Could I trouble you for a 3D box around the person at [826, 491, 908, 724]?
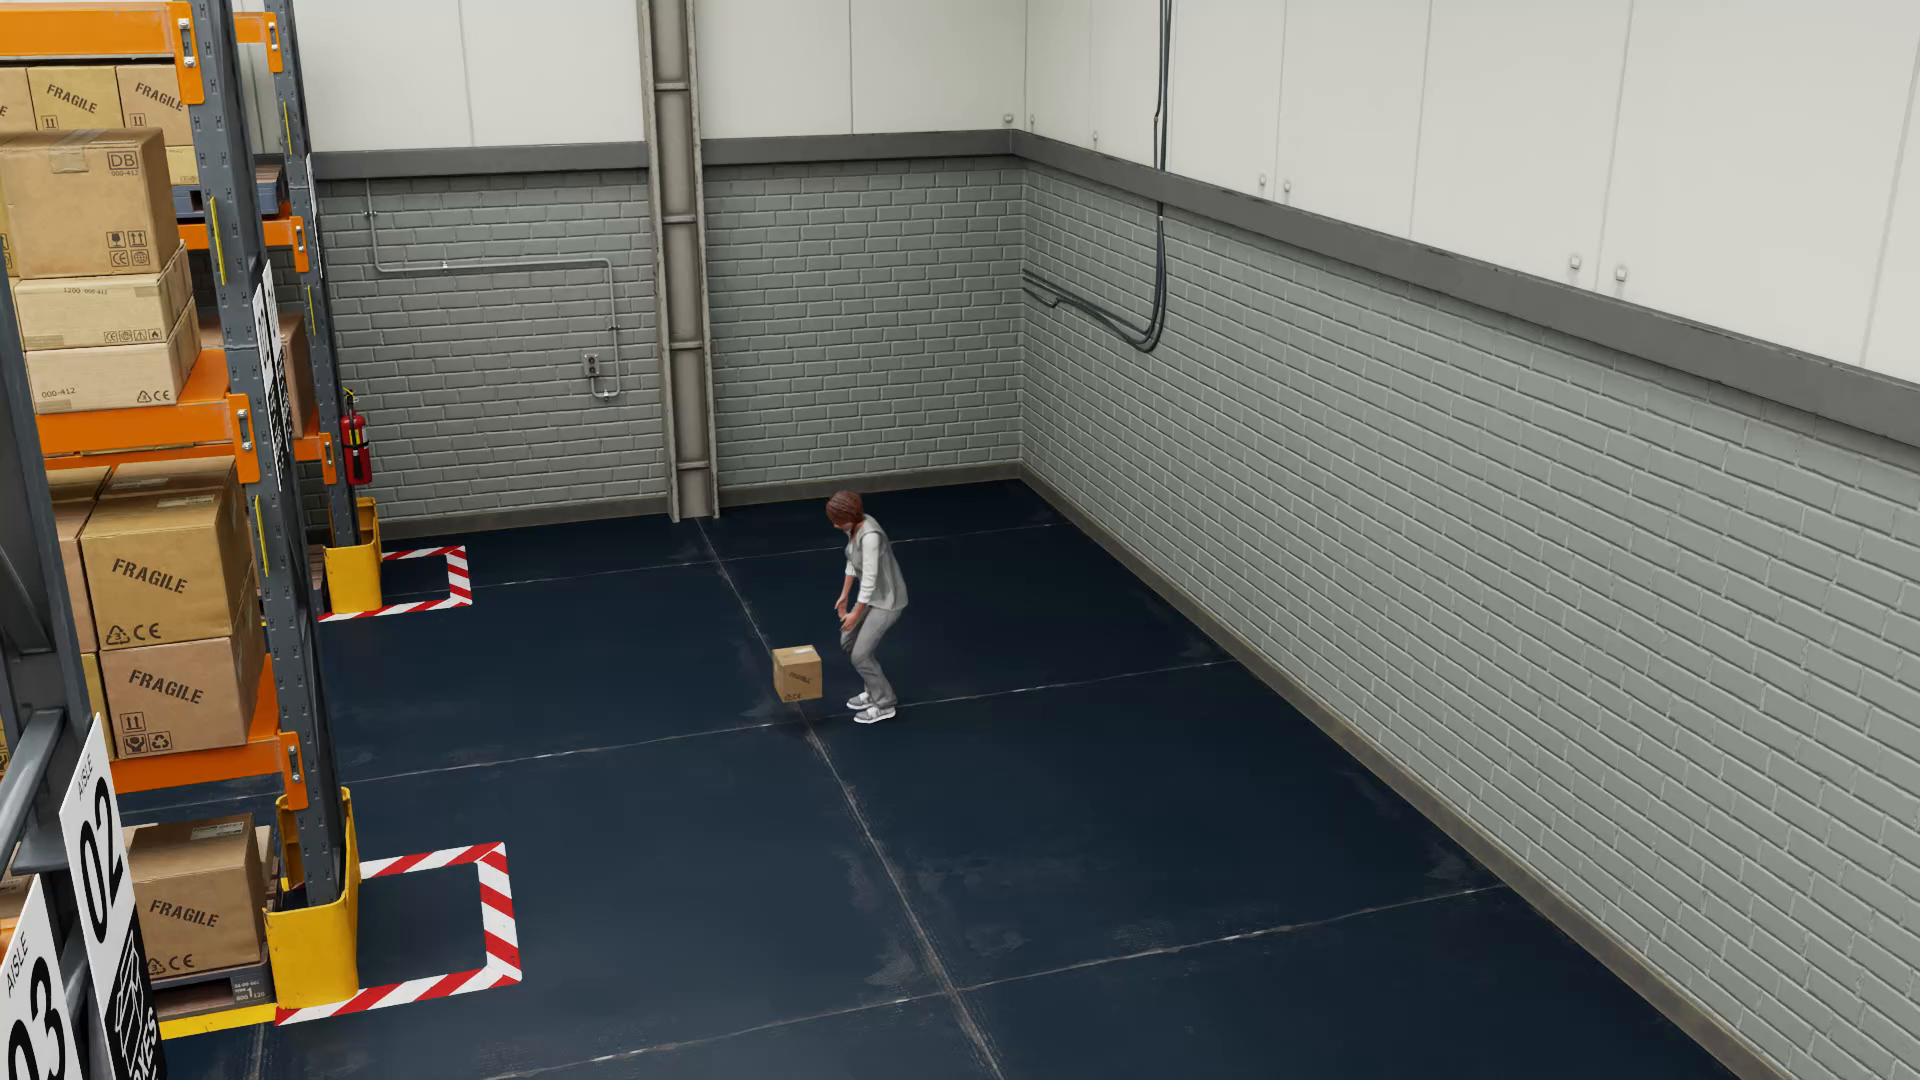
[{"bbox_3d":[-0.559,0.407,10.150,0.497,1.467,0.447,-6,20,-16],"label":"person"}]
